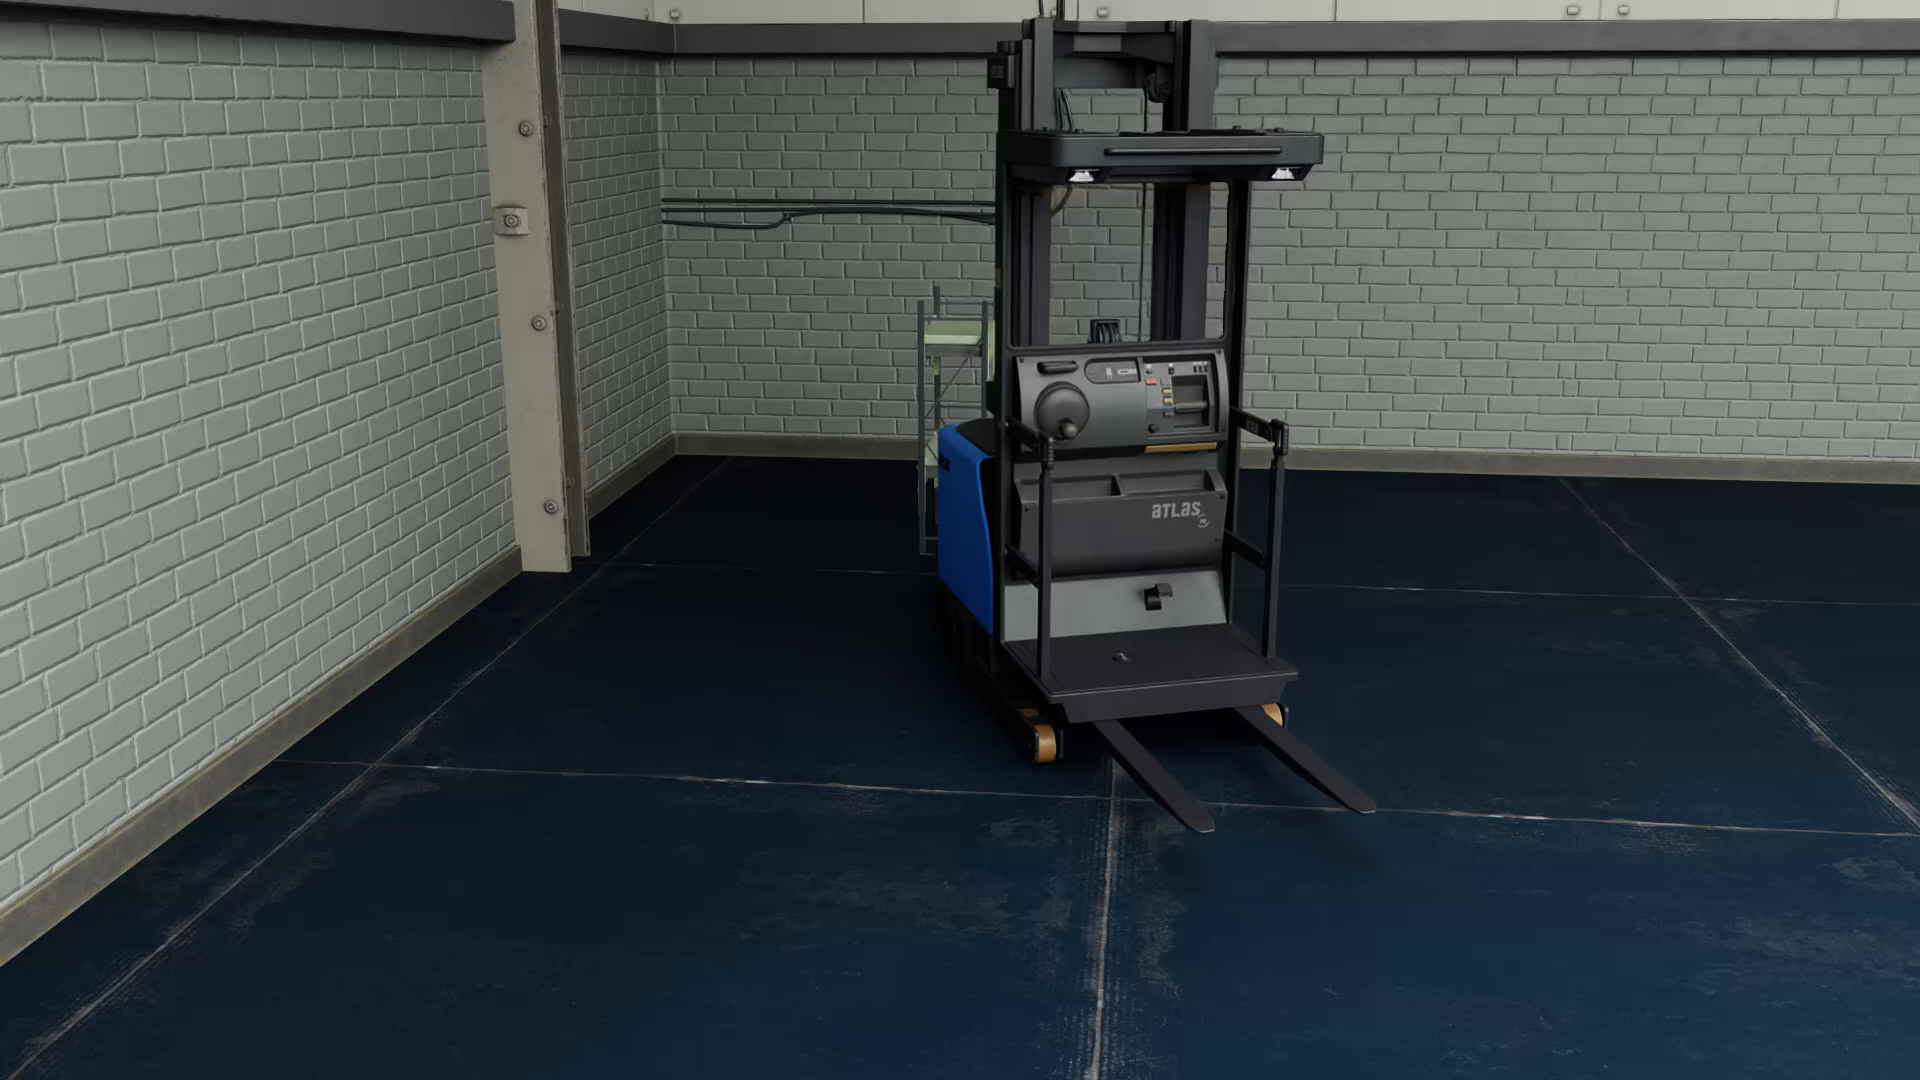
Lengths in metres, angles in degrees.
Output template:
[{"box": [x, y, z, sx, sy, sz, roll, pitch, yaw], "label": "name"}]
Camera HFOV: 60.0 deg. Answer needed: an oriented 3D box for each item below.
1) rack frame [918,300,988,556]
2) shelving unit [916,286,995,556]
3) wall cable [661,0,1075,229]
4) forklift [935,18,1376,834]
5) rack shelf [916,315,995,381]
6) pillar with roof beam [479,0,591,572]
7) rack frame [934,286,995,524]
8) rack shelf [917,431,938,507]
[{"box": [-0.041, -0.631, 9.622, 0.400, 1.500, 0.023, 2, 15, 6], "label": "rack frame"}, {"box": [0.001, -0.726, 9.973, 0.431, 1.500, 0.755, 2, 15, 6], "label": "shelving unit"}, {"box": [-0.717, -3.442, 11.601, 3.097, 2.526, 0.112, 2, 15, 6], "label": "wall cable"}, {"box": [0.746, -0.612, 6.811, 1.130, 2.935, 3.031, -4, 16, -14], "label": "forklift"}, {"box": [0.001, -1.102, 9.871, 0.431, 0.370, 0.720, 2, 15, 6], "label": "rack shelf"}, {"box": [1.914, -4.089, 8.046, 9.100, 9.000, 0.400, 2, 15, 6], "label": "pillar with roof beam"}, {"box": [0.042, -0.821, 10.324, 0.400, 1.500, 0.023, 2, 15, 6], "label": "rack frame"}, {"box": [0.001, -0.411, 10.058, 0.431, 0.370, 0.720, 2, 15, 6], "label": "rack shelf"}]
